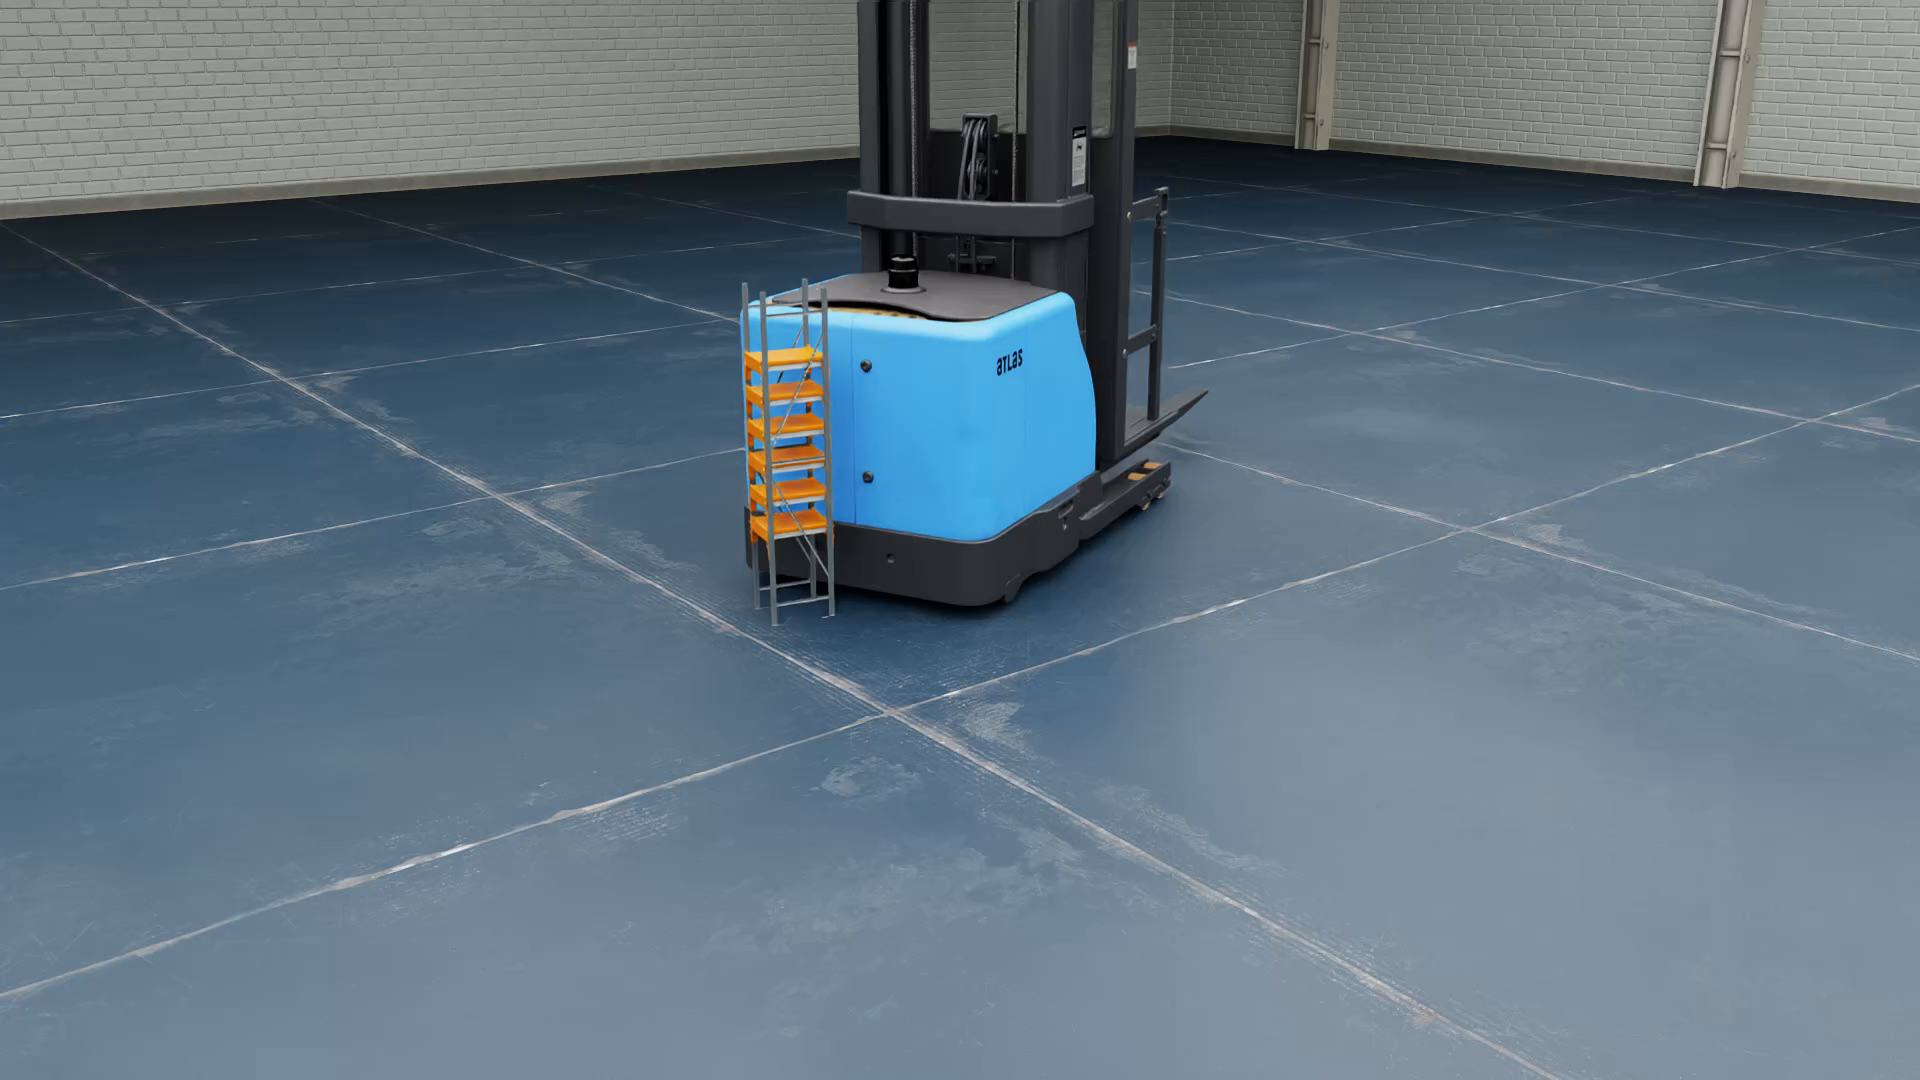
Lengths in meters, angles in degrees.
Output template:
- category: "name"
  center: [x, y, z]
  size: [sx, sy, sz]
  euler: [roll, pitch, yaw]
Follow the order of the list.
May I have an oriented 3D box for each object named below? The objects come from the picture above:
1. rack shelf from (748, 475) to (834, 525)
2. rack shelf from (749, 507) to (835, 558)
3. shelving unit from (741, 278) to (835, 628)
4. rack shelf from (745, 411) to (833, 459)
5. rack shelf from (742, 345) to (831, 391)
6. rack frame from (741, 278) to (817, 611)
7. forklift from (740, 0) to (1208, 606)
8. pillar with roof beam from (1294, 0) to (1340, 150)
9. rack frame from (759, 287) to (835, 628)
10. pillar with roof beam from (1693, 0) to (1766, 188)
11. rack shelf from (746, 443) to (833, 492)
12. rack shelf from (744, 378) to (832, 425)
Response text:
- category: "rack shelf"
  center: [-0.601, -0.143, 5.908]
  size: [0.258, 0.103, 0.180]
  euler: [-9, 21, -24]
- category: "rack shelf"
  center: [-0.601, -0.030, 5.946]
  size: [0.258, 0.103, 0.180]
  euler: [-9, 21, -24]
- category: "shelving unit"
  center: [-0.601, -0.299, 5.855]
  size: [0.258, 1.200, 0.189]
  euler: [-9, 21, -24]
- category: "rack shelf"
  center: [-0.600, -0.371, 5.831]
  size: [0.258, 0.103, 0.180]
  euler: [-9, 21, -24]
- category: "rack shelf"
  center: [-0.600, -0.598, 5.754]
  size: [0.258, 0.103, 0.180]
  euler: [-9, 21, -24]
- category: "rack frame"
  center: [-0.641, -0.326, 5.933]
  size: [0.240, 1.200, 0.006]
  euler: [-9, 21, -24]
- category: "forklift"
  center: [0.291, -1.574, 6.955]
  size: [1.130, 2.935, 3.031]
  euler: [9, 20, 25]
- category: "pillar with roof beam"
  center: [1.640, -9.003, 19.737]
  size: [9.100, 9.000, 0.400]
  euler: [-14, 23, -36]
- category: "rack frame"
  center: [-0.561, -0.273, 5.777]
  size: [0.240, 1.200, 0.006]
  euler: [-9, 21, -24]
- category: "pillar with roof beam"
  center: [5.365, -7.525, 15.272]
  size: [9.100, 9.000, 0.400]
  euler: [-14, 23, -36]
- category: "rack shelf"
  center: [-0.601, -0.257, 5.869]
  size: [0.258, 0.103, 0.180]
  euler: [-9, 21, -24]
- category: "rack shelf"
  center: [-0.600, -0.484, 5.793]
  size: [0.258, 0.103, 0.180]
  euler: [-9, 21, -24]
